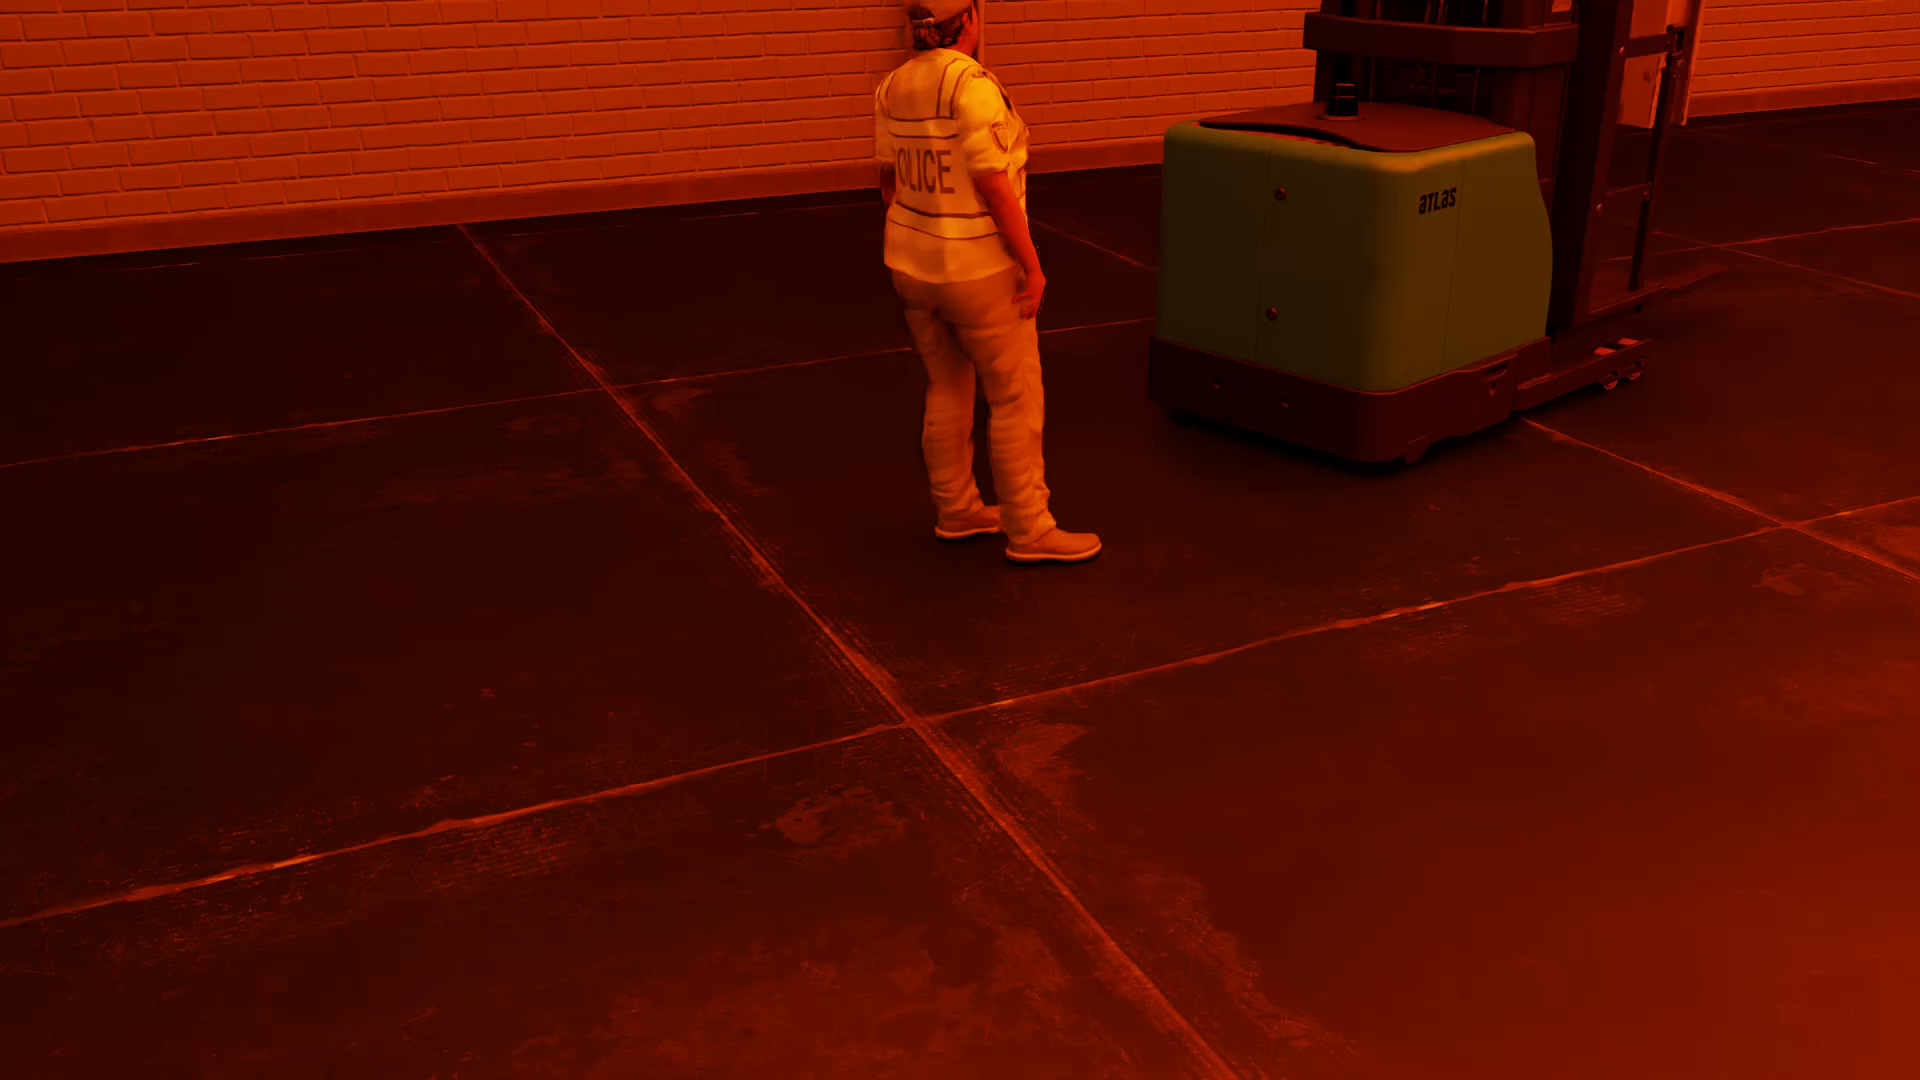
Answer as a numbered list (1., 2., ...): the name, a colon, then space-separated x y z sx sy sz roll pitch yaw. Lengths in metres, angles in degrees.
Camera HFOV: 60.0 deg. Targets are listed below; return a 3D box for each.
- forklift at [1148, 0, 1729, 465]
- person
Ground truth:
1. forklift: 2.123 -2.071 6.272 3.031 2.935 1.130 -20 30 -39
2. person: 0.061 -0.770 4.777 0.442 1.671 0.662 -19 29 -39
